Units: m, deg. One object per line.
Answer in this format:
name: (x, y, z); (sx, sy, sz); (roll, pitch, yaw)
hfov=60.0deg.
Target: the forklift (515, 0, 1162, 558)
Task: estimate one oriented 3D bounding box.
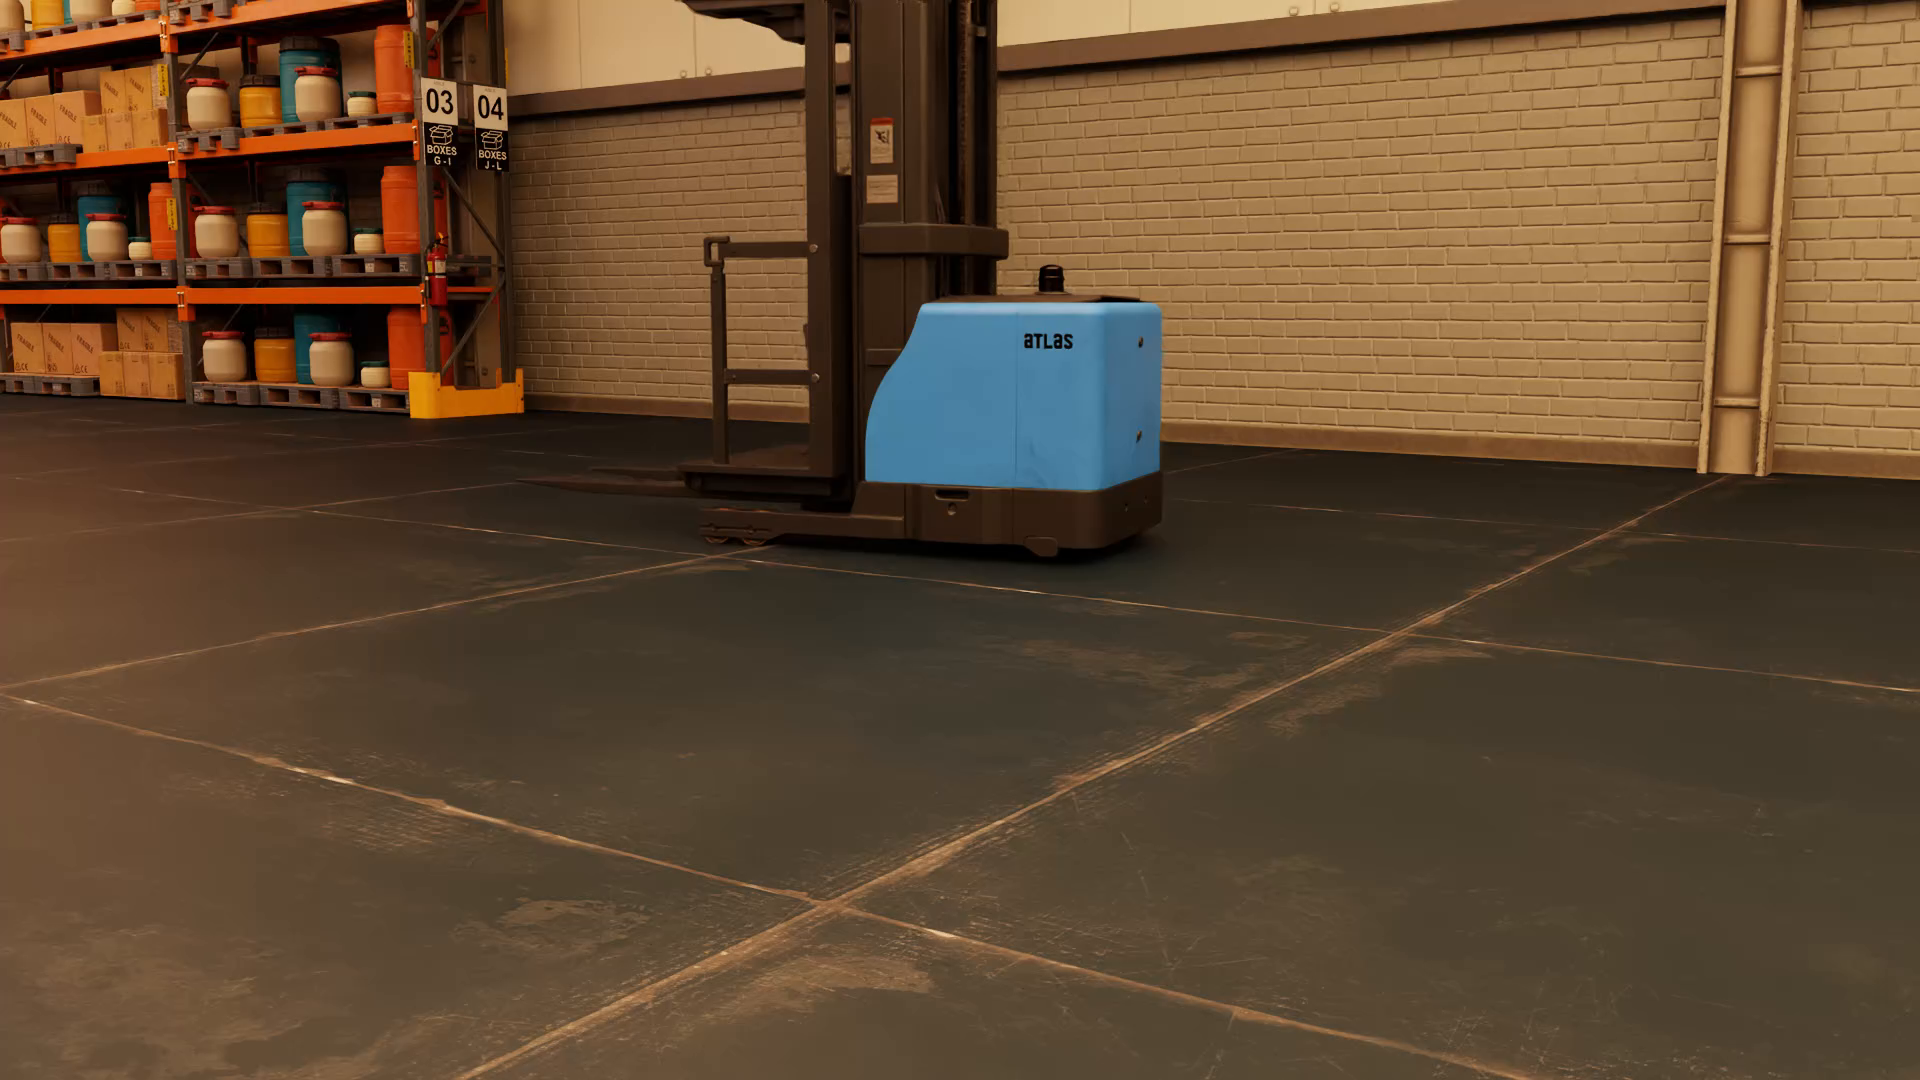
forklift: (-0.636, -1.486, 7.643); (3.031, 2.935, 1.130); (3, 9, 22)
